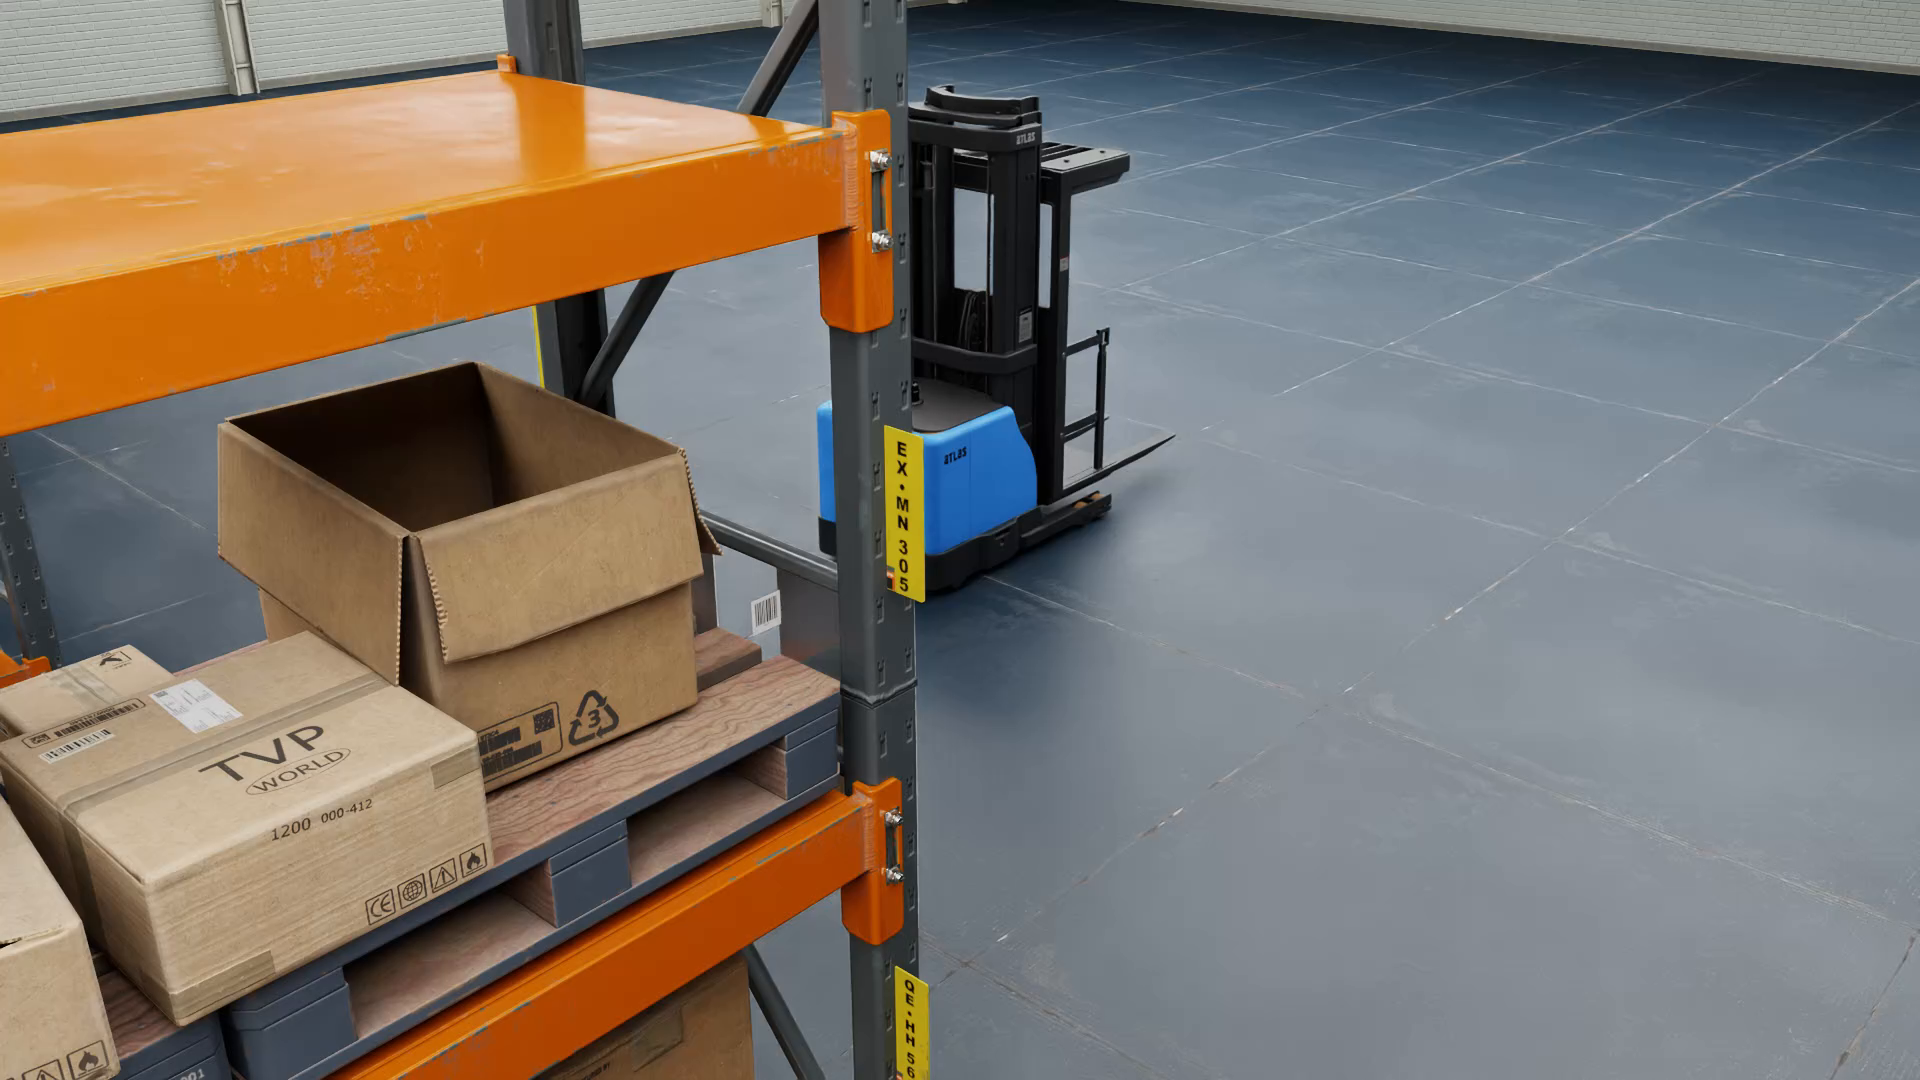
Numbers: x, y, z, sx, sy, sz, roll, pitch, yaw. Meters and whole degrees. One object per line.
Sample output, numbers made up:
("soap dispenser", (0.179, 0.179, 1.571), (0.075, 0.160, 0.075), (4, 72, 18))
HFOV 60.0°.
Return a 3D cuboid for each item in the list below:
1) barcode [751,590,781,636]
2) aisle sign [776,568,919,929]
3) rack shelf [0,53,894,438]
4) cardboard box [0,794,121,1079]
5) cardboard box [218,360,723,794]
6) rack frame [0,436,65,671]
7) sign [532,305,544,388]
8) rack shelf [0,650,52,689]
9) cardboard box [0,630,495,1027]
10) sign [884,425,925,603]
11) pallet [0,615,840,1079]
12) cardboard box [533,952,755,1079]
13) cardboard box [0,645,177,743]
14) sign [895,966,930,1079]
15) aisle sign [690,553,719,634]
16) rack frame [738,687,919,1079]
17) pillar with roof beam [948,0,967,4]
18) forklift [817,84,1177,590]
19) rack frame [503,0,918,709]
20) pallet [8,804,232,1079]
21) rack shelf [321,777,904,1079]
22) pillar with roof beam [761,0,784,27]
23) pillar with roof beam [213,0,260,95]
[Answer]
("barcode", (-0.340, 0.128, 2.922), (0.001, 0.075, 0.075), (20, 31, 38))
("aisle sign", (-0.236, 0.412, 3.487), (0.394, 0.787, 0.004), (20, 31, 38))
("rack shelf", (-1.833, -0.079, 1.796), (1.077, 0.370, 4.000), (20, 31, 38))
("cardboard box", (-1.441, 0.547, 2.122), (0.500, 0.311, 0.500), (-20, 31, -37))
("cardboard box", (-0.885, 0.041, 3.016), (0.637, 0.503, 0.797), (-22, 32, -39))
("rack frame", (-4.184, 0.184, 7.172), (1.000, 3.000, 0.127), (20, 31, 38))
("sign", (-0.907, -0.419, 3.686), (0.100, 0.325, 0.005), (20, 31, 38))
("rack shelf", (-5.519, 1.122, 5.960), (1.077, 0.370, 4.000), (20, 31, 38))
("cardboard box", (-1.070, 0.405, 2.512), (0.500, 0.250, 0.500), (20, 31, 38))
("sign", (-0.103, -0.046, 3.035), (0.100, 0.325, 0.005), (20, 31, 38))
("pallet", (-0.989, 0.418, 3.093), (1.003, 0.211, 1.213), (20, 31, 38))
("cardboard box", (-0.855, 1.055, 3.522), (0.700, 0.500, 0.500), (20, 31, 38))
("cardboard box", (-1.415, 0.339, 2.784), (0.380, 0.149, 0.250), (20, 31, 38))
("sign", (-0.103, 1.054, 3.528), (0.100, 0.325, 0.005), (20, 31, 38))
("aisle sign", (-0.682, 0.248, 3.852), (0.394, 0.787, 0.004), (20, 31, 38))
("rack frame", (-0.498, 1.538, 4.153), (1.000, 3.000, 0.127), (20, 31, 38))
("pillar with roof beam", (3.141, -15.964, 35.856), (9.100, 9.000, 0.400), (20, 31, 38))
("forklift", (0.404, -1.551, 11.127), (1.130, 2.935, 3.031), (19, 30, 36))
("rack frame", (-0.498, -1.199, 2.926), (1.000, 3.000, 0.127), (20, 31, 38))
("pallet", (-1.803, 0.792, 2.260), (1.003, 0.211, 1.213), (20, 31, 38))
("rack shelf", (-1.833, 1.107, 2.328), (1.077, 0.370, 4.000), (20, 31, 38))
("pillar with roof beam", (-0.864, -14.136, 31.779), (9.100, 9.000, 0.400), (20, 31, 38))
("pillar with roof beam", (-8.873, -10.480, 23.625), (9.100, 9.000, 0.400), (20, 31, 38))
